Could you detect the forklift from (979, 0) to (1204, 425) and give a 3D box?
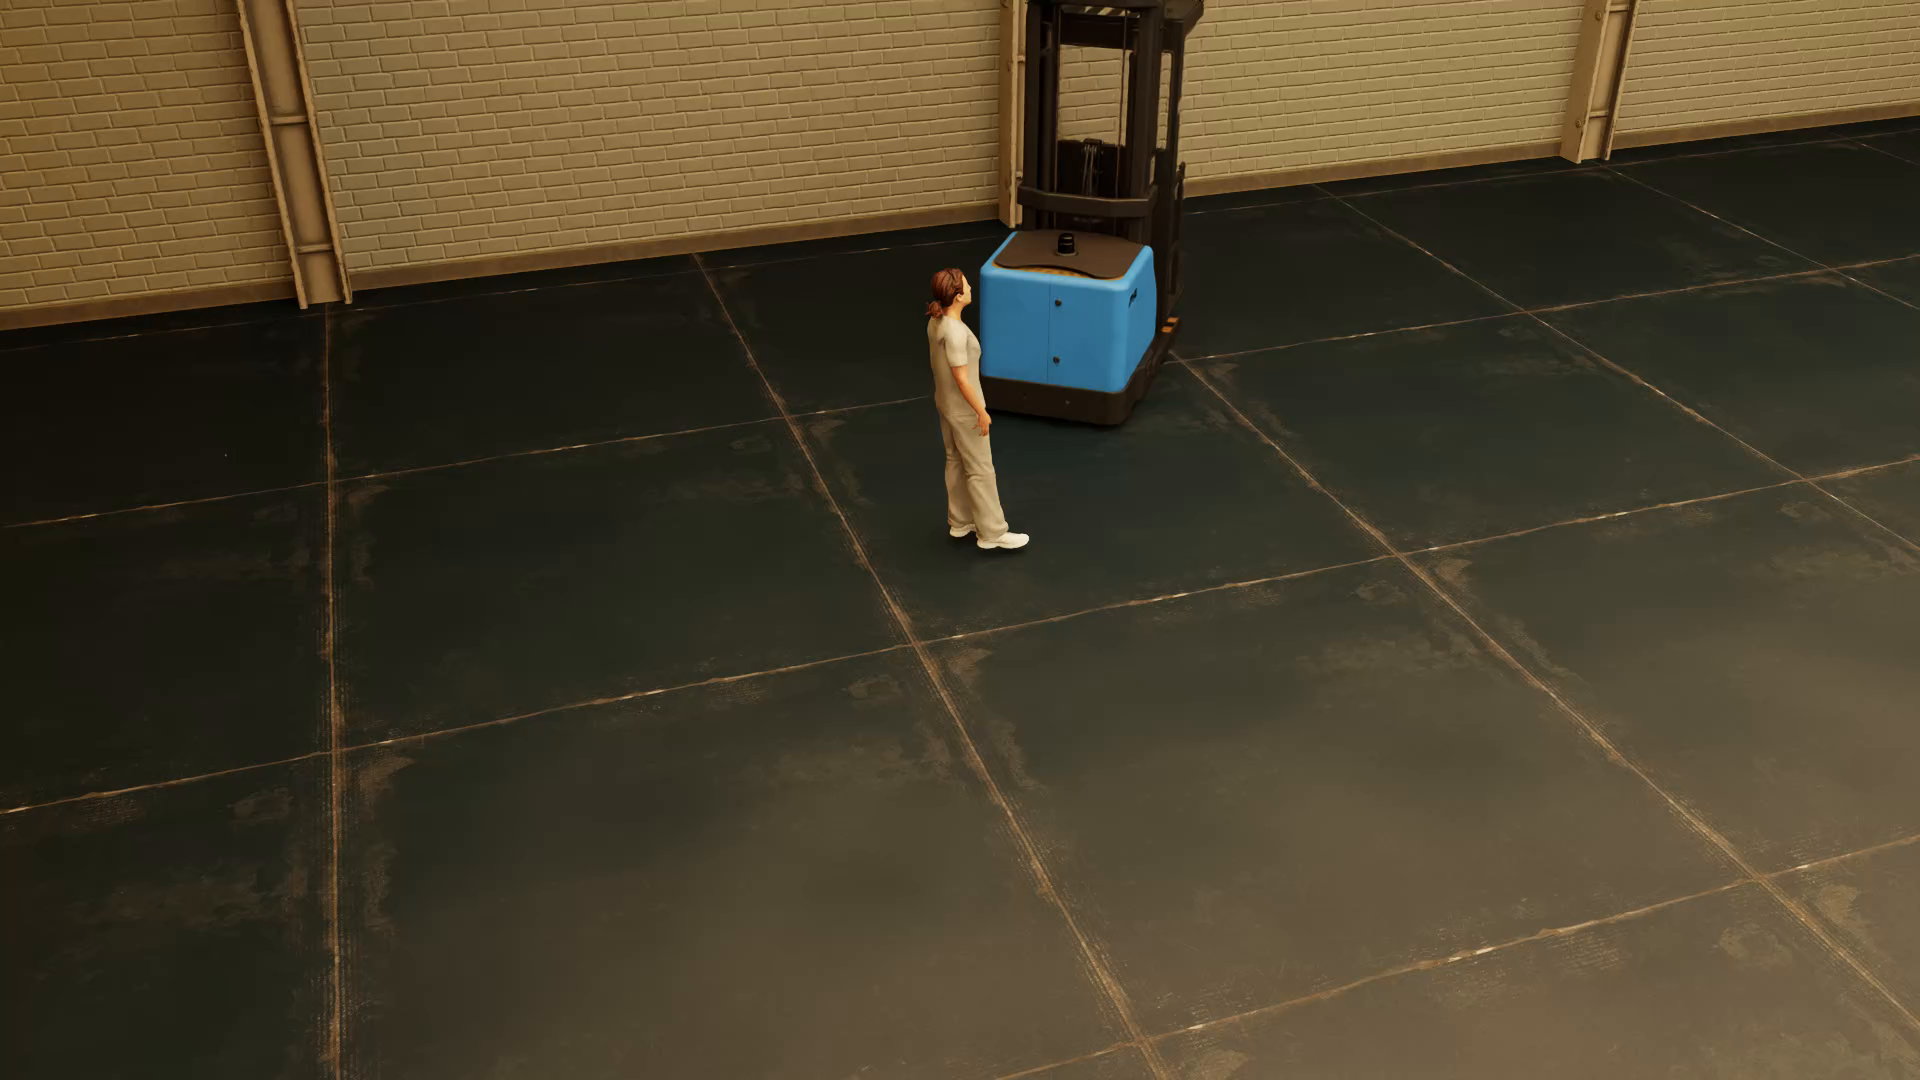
[{"bbox_3d":[1.057,-2.766,11.894,1.130,2.935,3.031,9,31,16],"label":"forklift"}]

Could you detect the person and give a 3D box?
[{"bbox_3d":[0.086,-0.775,9.597,0.524,1.673,0.550,-10,31,-16],"label":"person"}]
